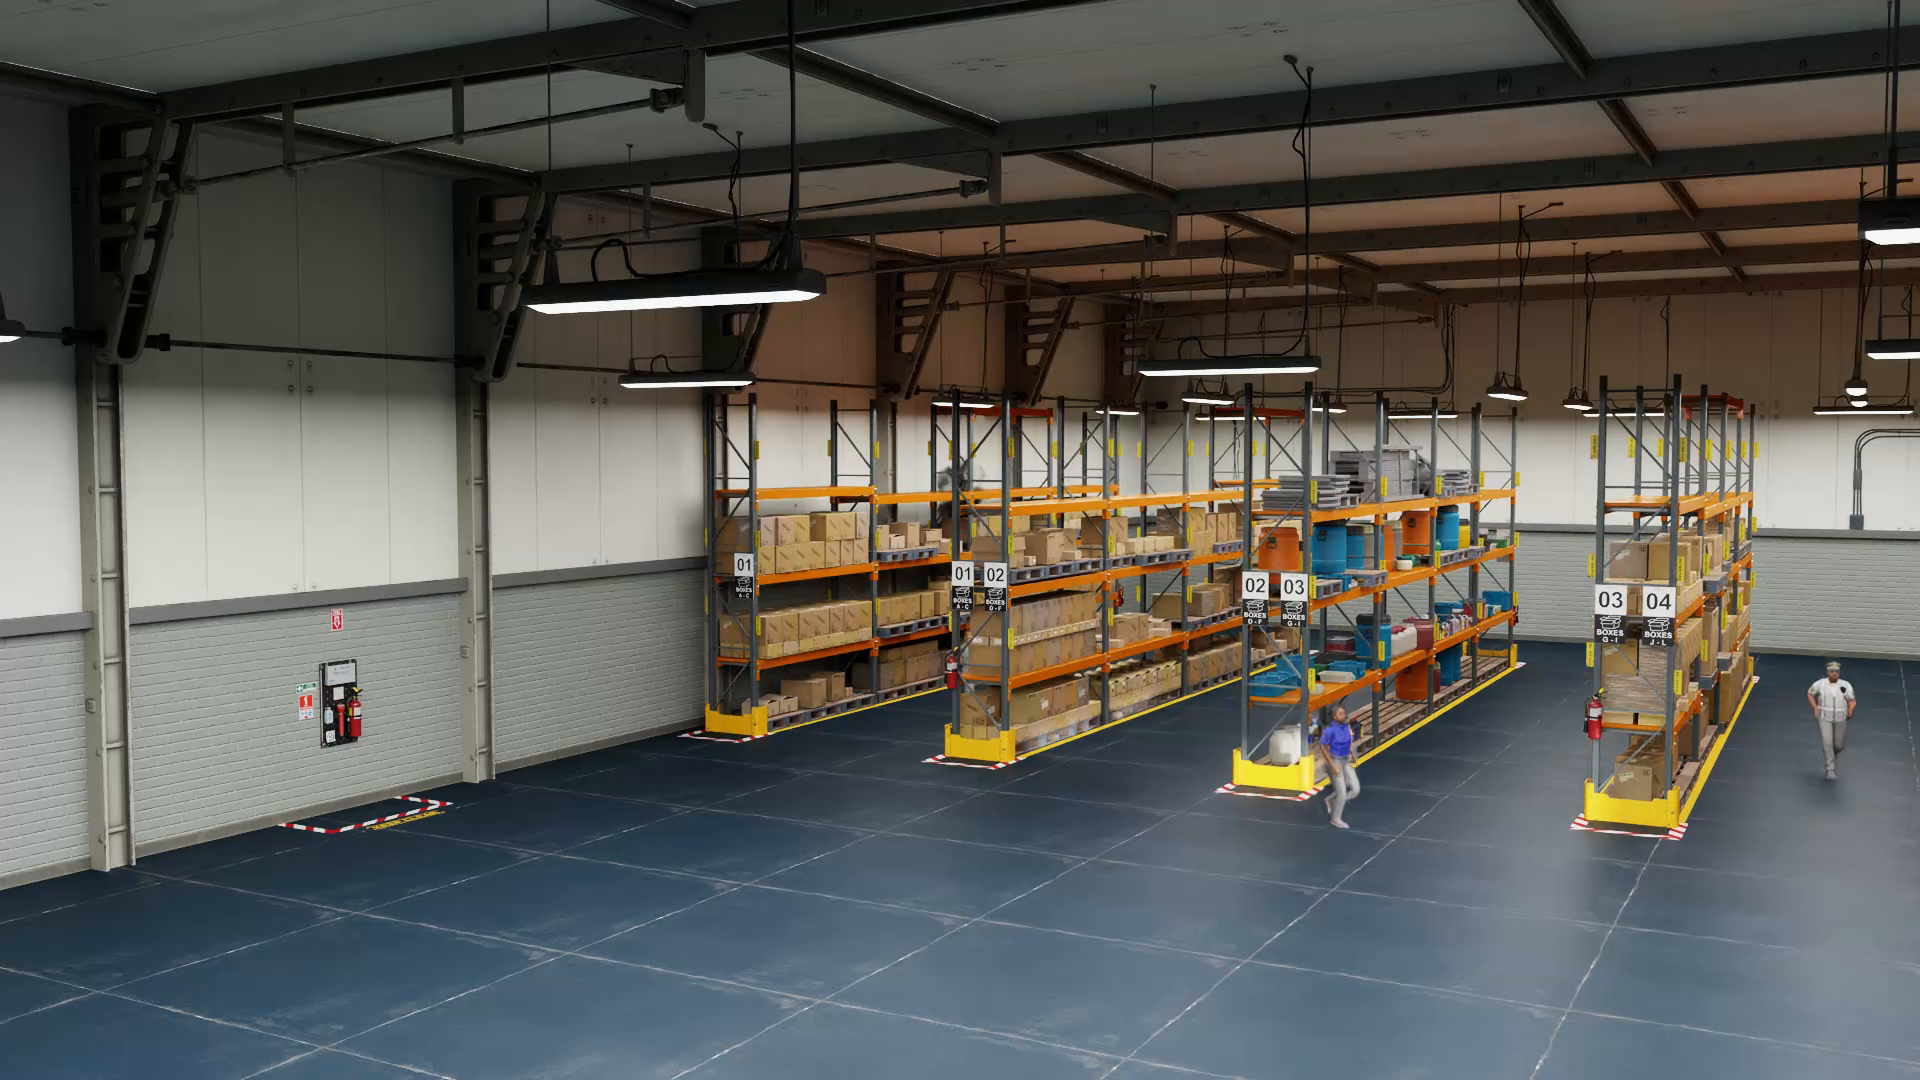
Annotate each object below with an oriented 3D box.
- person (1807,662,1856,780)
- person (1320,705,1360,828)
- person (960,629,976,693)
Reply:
[{"bbox_3d":[13.429,2.753,25.623,0.663,1.779,0.861,1,3,19],"label":"person"},{"bbox_3d":[5.066,3.020,22.120,0.607,1.613,0.486,-3,4,-41],"label":"person"},{"bbox_3d":[0.189,2.504,30.696,0.554,1.737,0.797,1,3,25],"label":"person"}]
